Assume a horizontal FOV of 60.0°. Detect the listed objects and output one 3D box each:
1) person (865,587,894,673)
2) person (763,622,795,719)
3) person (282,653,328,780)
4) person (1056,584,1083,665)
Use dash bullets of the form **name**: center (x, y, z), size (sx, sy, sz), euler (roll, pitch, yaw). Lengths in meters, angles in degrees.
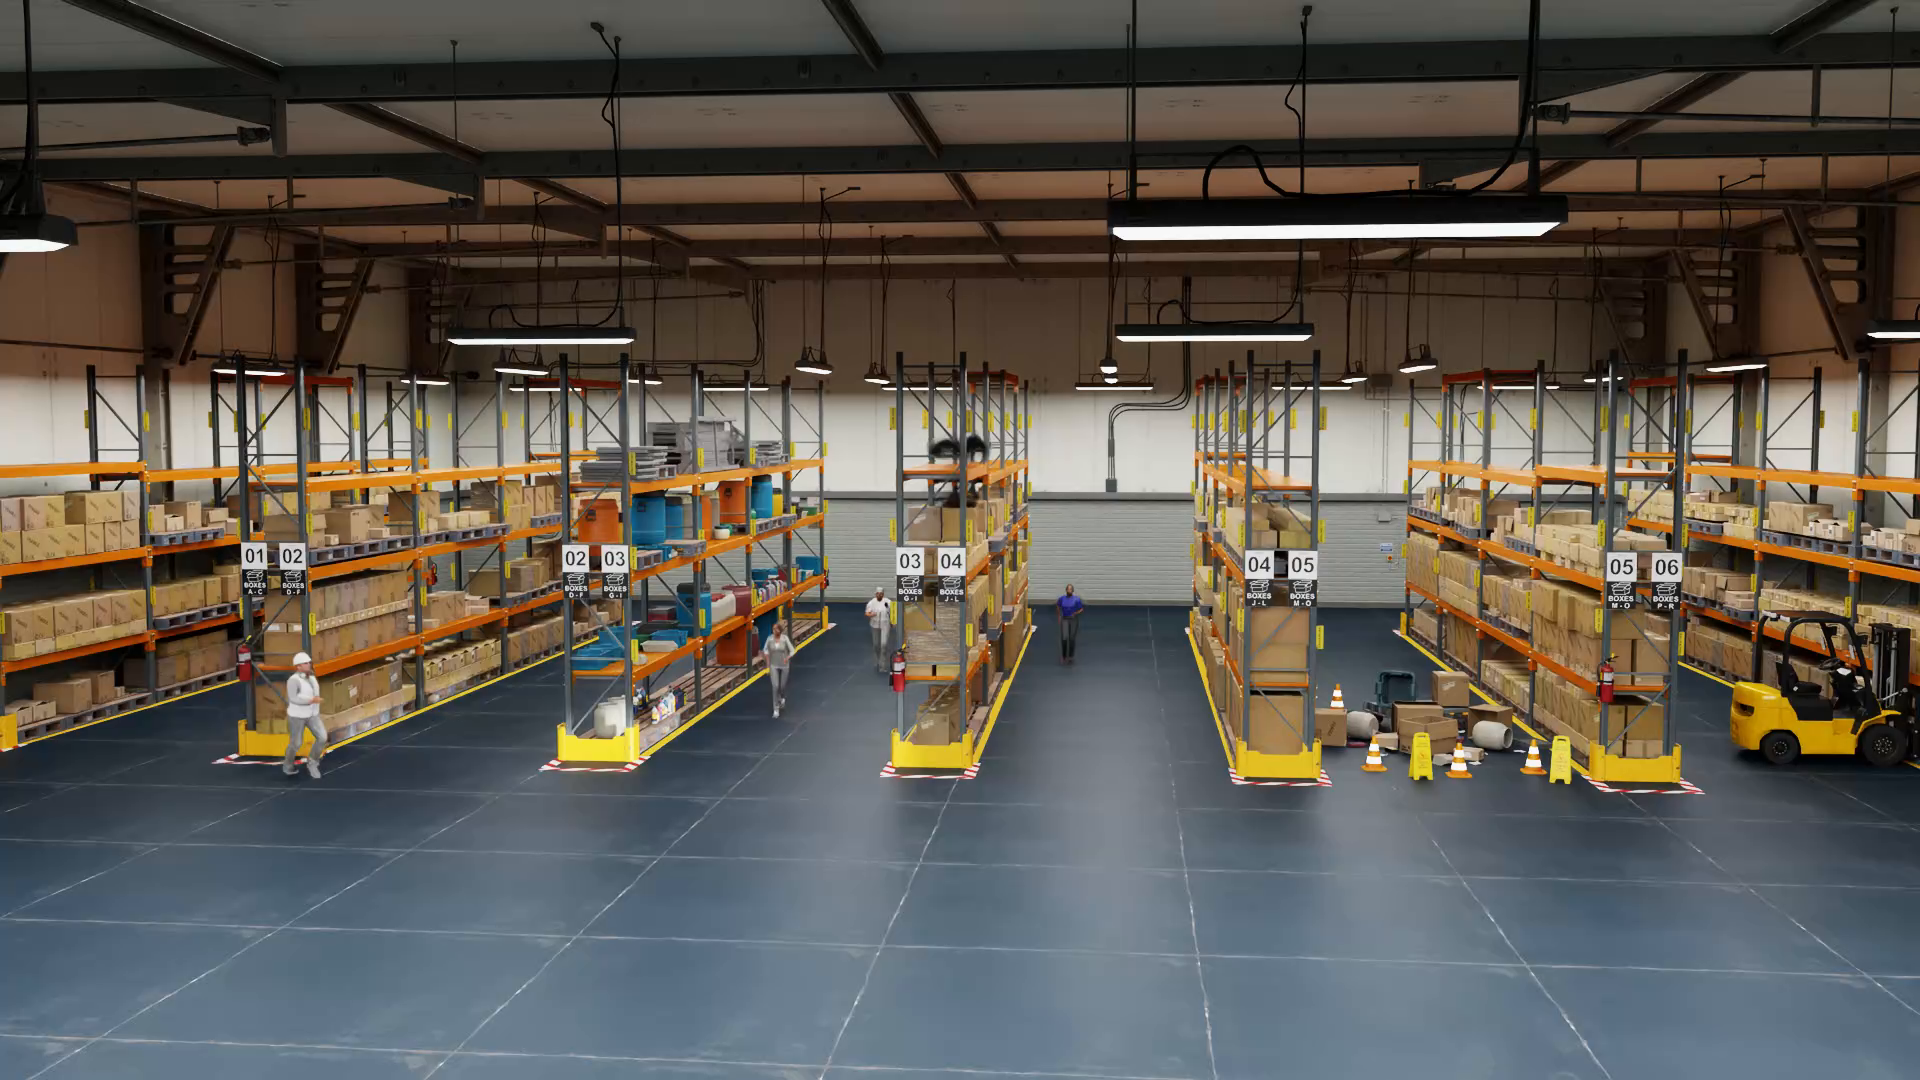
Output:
- **person**: center (-1.609, 1.785, 33.487), size (0.576, 1.712, 0.854), euler (0, 4, 5)
- **person**: center (-3.084, 2.198, 28.391), size (0.543, 1.625, 0.735), euler (0, 4, -1)
- **person**: center (-9.164, 2.471, 23.263), size (0.814, 1.805, 0.609), euler (2, 5, 27)
- **person**: center (2.268, 1.763, 34.361), size (0.565, 1.685, 0.717), euler (0, 4, 3)
